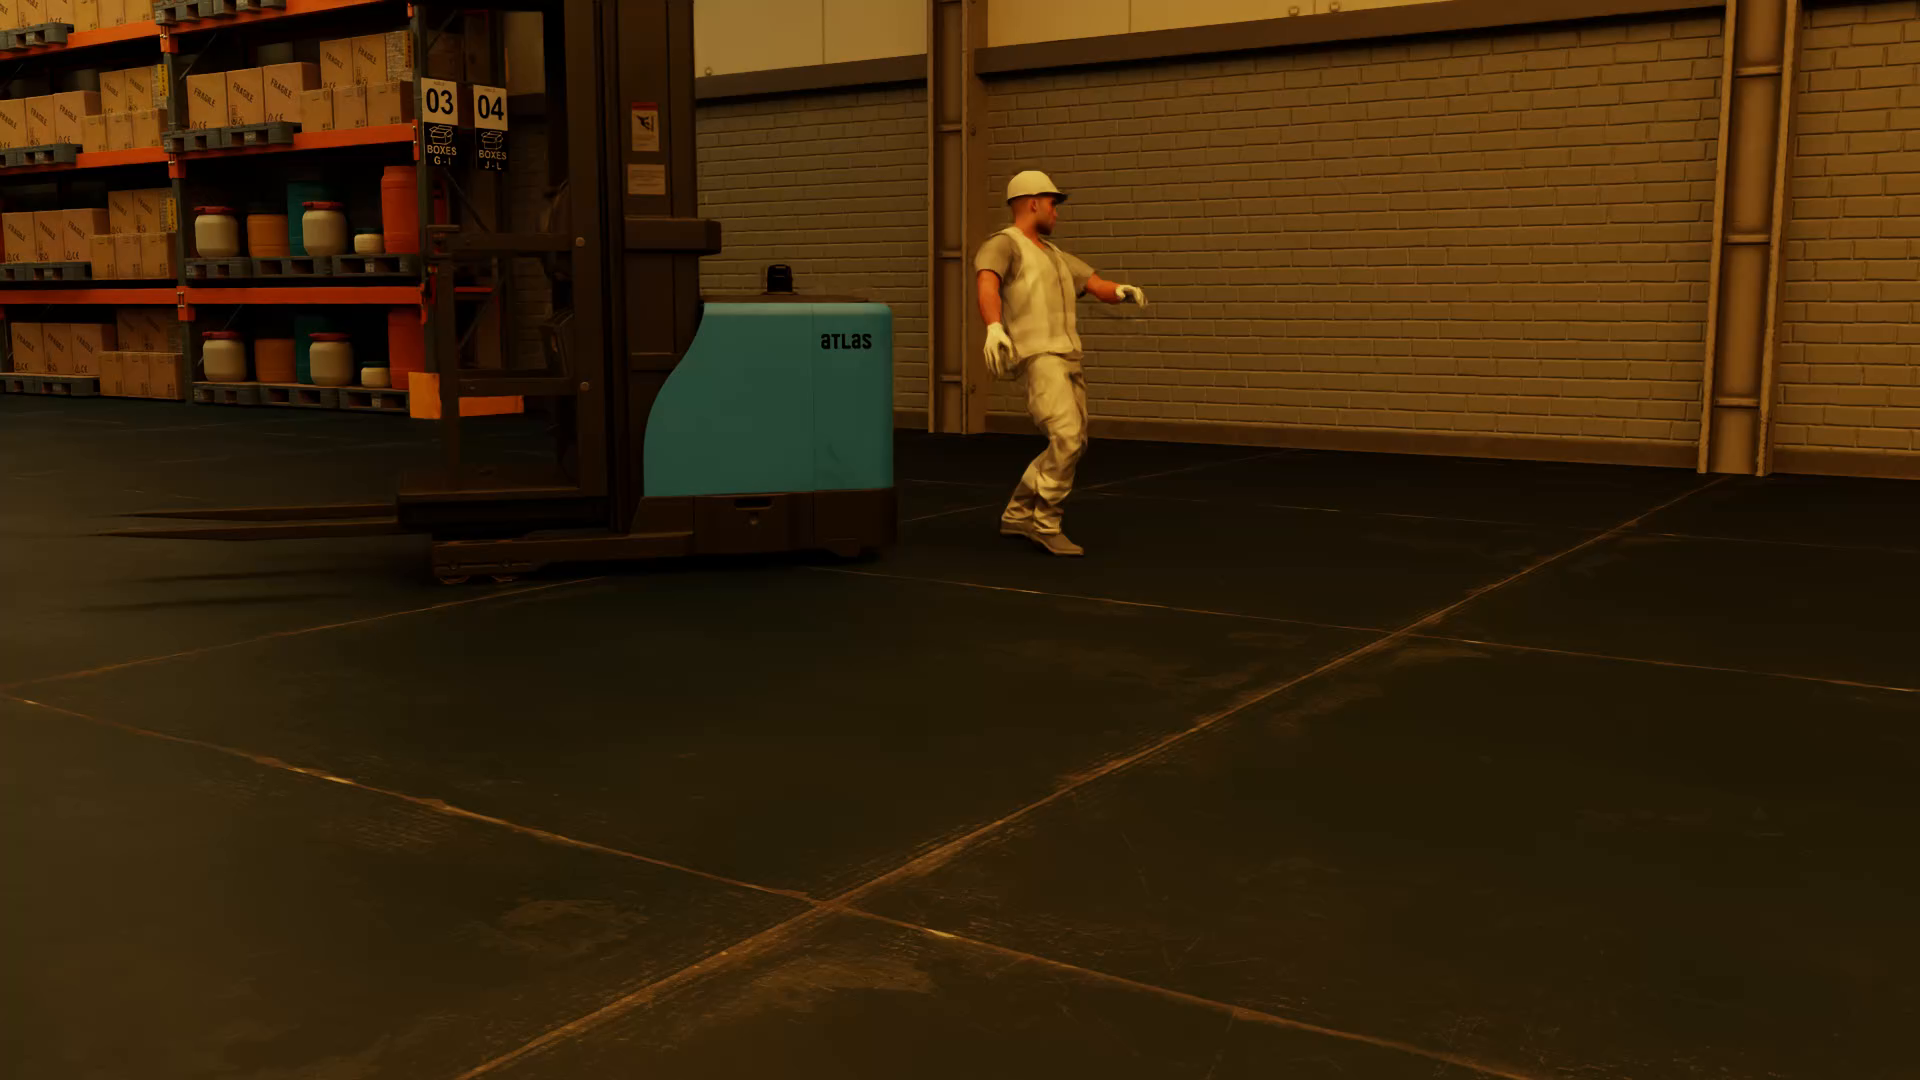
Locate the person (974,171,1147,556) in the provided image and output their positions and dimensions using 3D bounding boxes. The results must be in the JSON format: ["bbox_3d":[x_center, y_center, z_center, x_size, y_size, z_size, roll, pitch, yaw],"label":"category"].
[{"bbox_3d":[0.394,-0.765,7.187,0.783,1.670,0.849,4,9,27],"label":"person"}]

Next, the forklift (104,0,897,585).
[{"bbox_3d":[-1.840,-1.363,6.775,3.031,2.935,1.130,-3,8,-18],"label":"forklift"}]
